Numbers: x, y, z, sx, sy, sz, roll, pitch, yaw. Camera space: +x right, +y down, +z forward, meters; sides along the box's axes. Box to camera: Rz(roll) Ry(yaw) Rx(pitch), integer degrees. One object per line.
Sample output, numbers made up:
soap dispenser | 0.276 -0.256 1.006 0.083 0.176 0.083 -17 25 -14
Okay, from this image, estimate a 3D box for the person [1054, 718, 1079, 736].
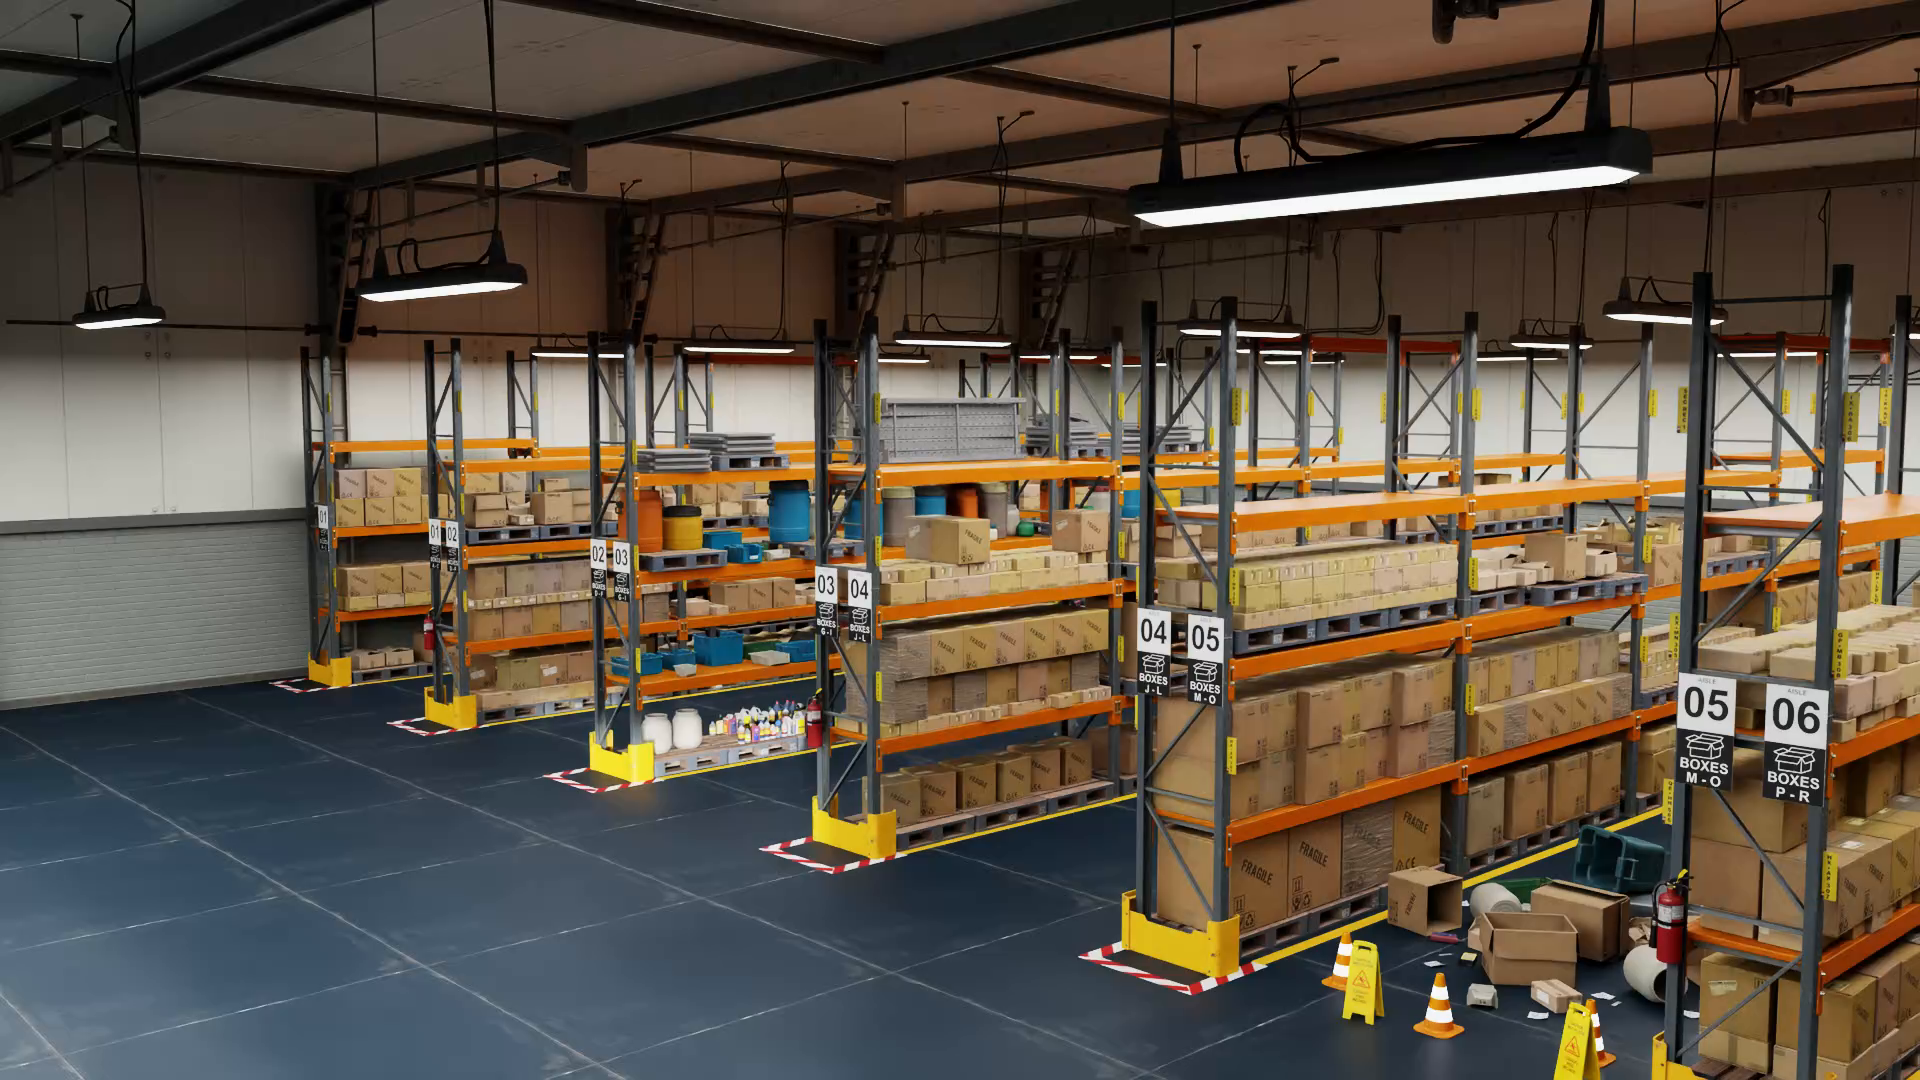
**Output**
person | 1.646 2.124 25.019 0.510 1.702 0.502 1 5 8
